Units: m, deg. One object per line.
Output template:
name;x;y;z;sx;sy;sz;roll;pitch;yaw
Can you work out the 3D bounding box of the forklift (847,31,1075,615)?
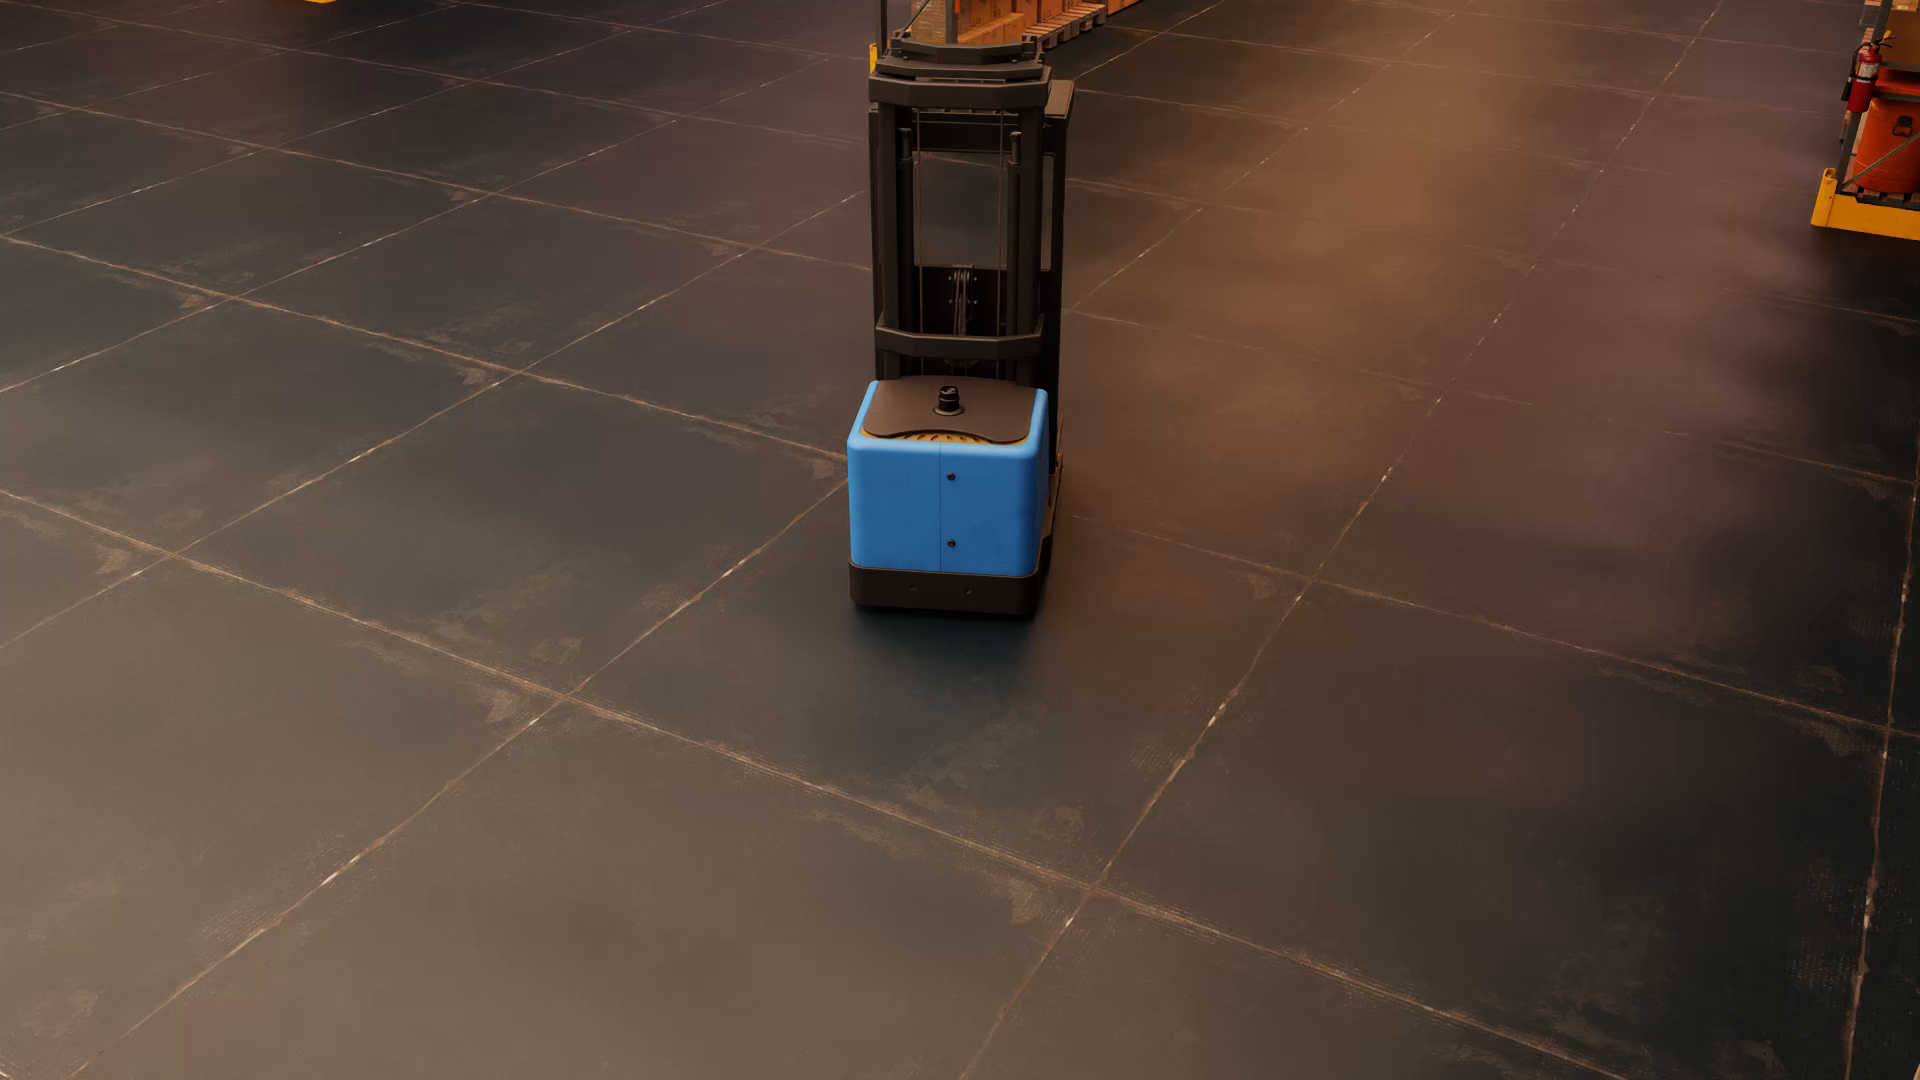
forklift;0.072;-1.572;9.794;1.130;2.935;3.031;3;30;6
